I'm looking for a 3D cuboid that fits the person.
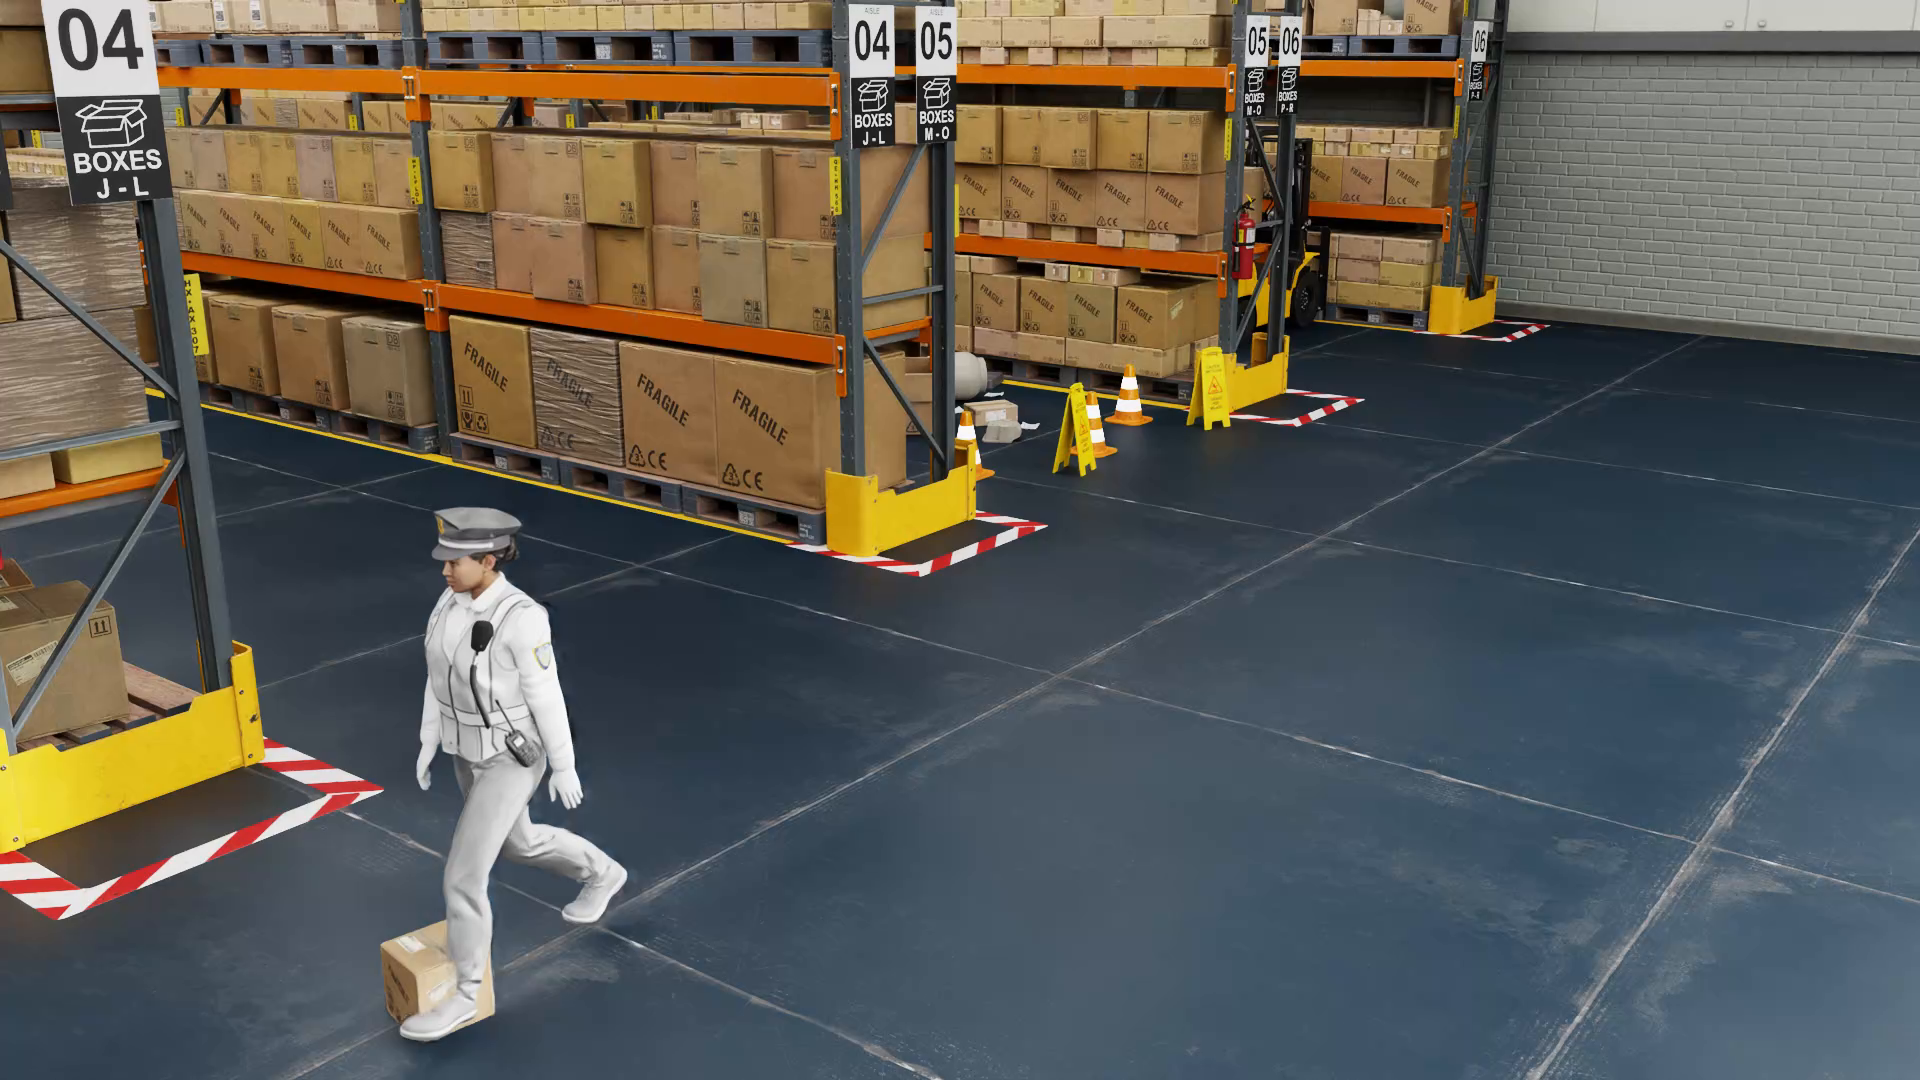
[{"bbox_3d":[-1.472,0.666,5.305,0.530,1.619,0.984,14,22,38],"label":"person"}]
